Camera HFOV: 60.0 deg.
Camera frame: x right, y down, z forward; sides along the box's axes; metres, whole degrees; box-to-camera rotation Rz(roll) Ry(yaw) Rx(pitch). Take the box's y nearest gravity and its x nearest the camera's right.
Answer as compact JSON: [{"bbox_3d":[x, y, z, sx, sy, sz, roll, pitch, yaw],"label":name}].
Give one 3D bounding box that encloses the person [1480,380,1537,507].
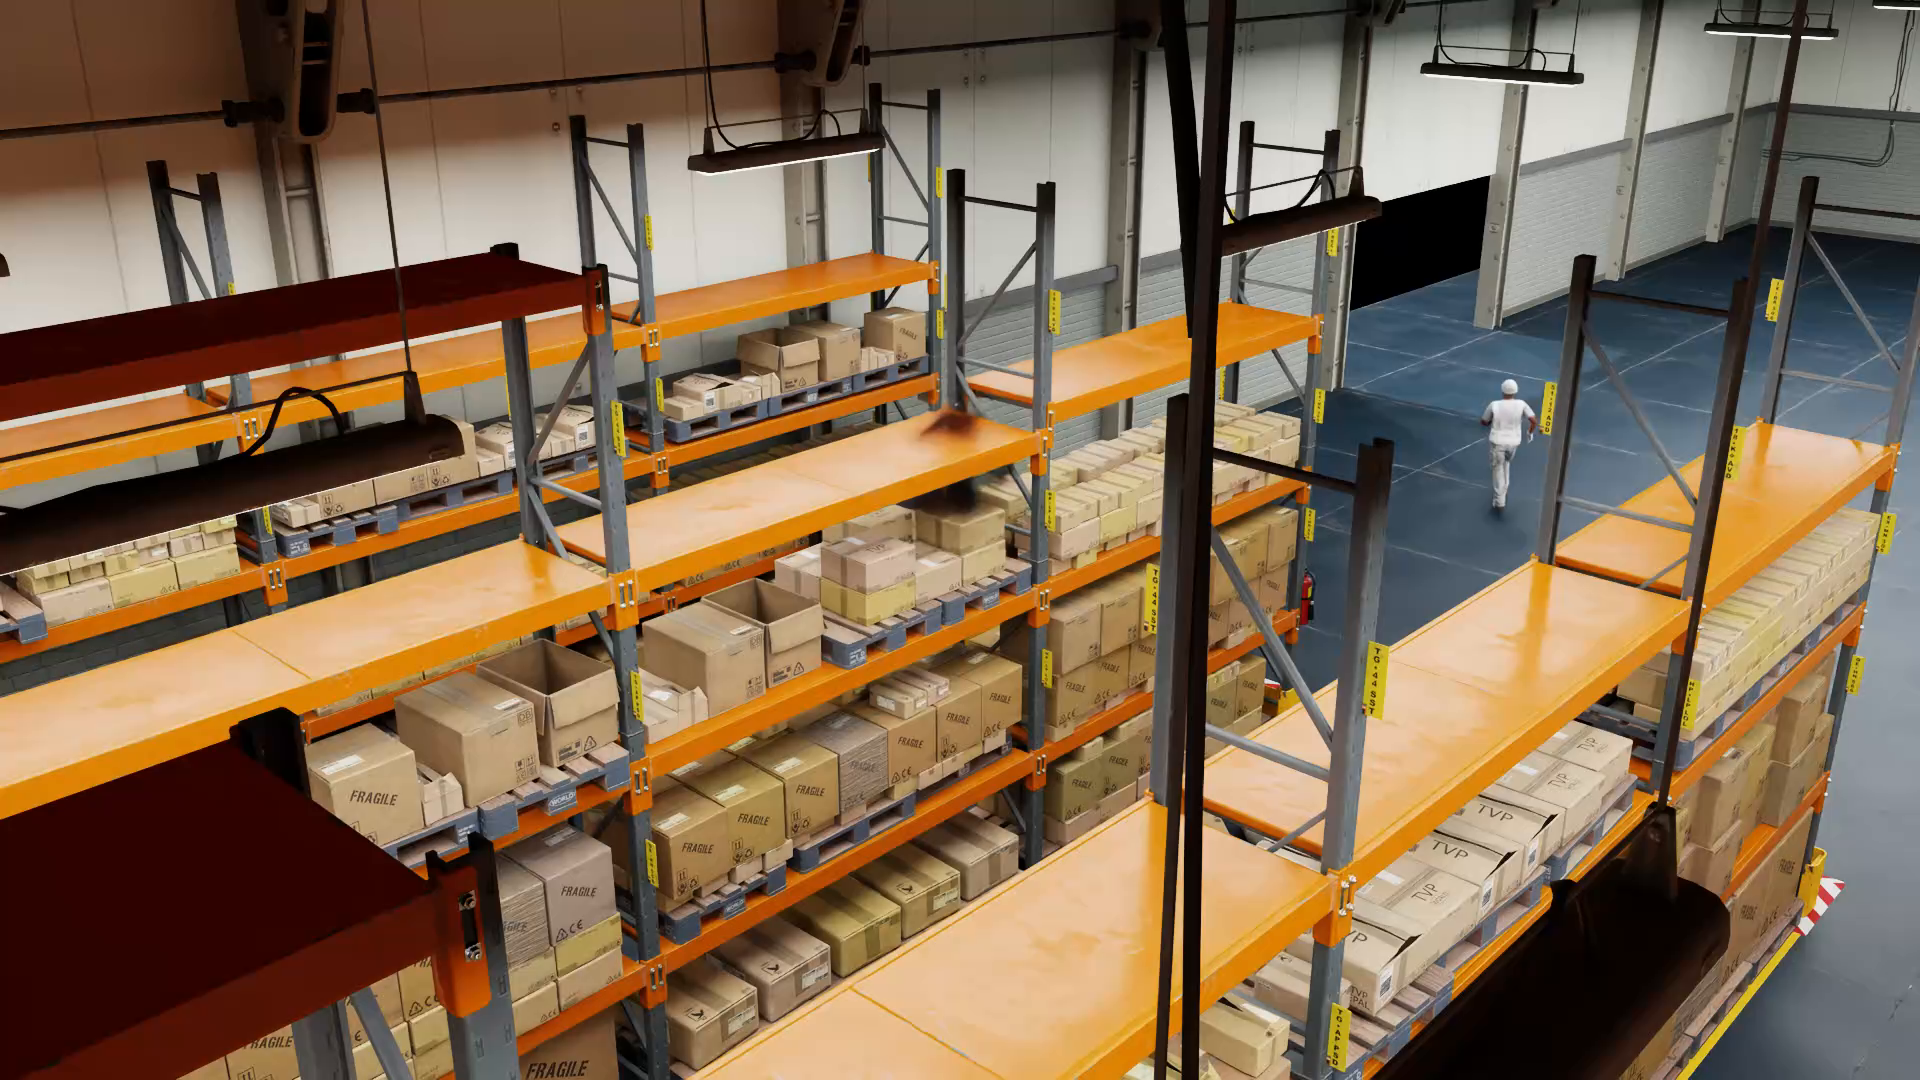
[{"bbox_3d":[7.502,-1.315,22.925,0.690,1.836,0.787,0,21,0],"label":"person"}]
